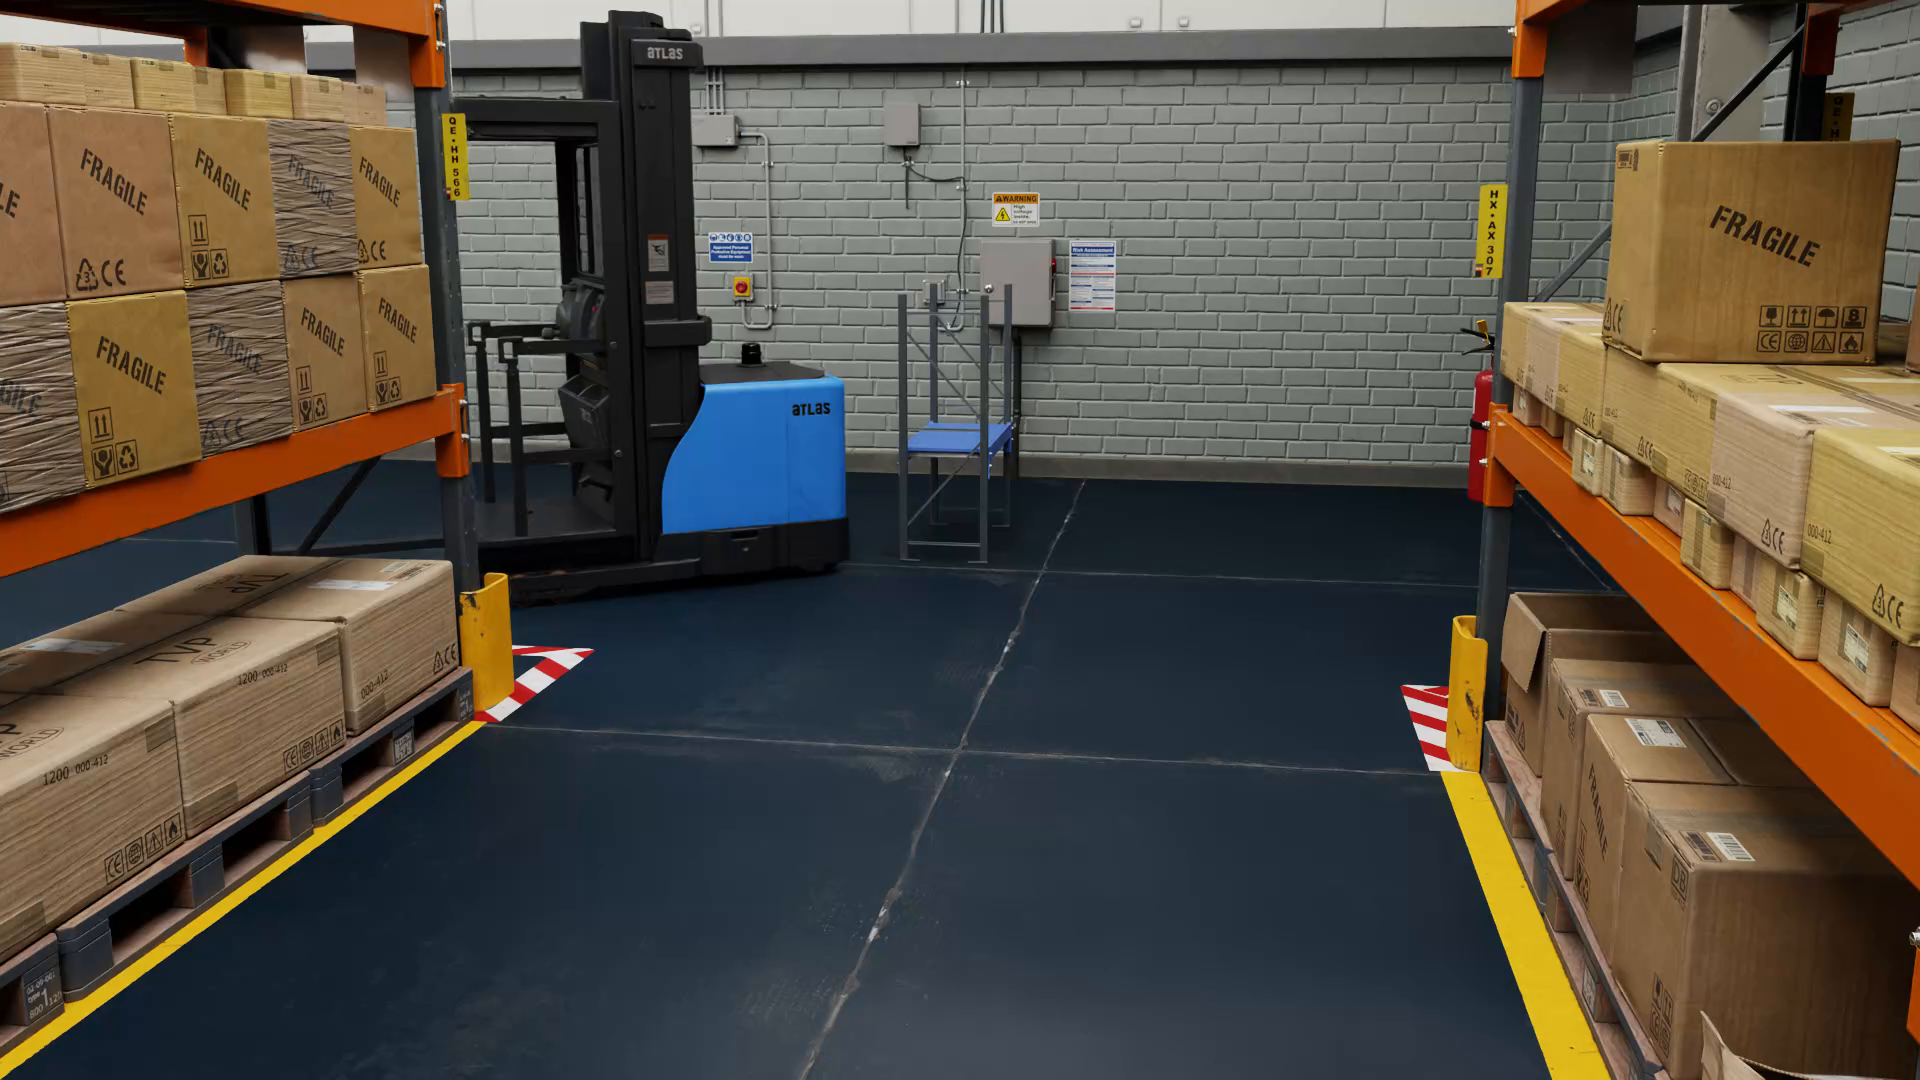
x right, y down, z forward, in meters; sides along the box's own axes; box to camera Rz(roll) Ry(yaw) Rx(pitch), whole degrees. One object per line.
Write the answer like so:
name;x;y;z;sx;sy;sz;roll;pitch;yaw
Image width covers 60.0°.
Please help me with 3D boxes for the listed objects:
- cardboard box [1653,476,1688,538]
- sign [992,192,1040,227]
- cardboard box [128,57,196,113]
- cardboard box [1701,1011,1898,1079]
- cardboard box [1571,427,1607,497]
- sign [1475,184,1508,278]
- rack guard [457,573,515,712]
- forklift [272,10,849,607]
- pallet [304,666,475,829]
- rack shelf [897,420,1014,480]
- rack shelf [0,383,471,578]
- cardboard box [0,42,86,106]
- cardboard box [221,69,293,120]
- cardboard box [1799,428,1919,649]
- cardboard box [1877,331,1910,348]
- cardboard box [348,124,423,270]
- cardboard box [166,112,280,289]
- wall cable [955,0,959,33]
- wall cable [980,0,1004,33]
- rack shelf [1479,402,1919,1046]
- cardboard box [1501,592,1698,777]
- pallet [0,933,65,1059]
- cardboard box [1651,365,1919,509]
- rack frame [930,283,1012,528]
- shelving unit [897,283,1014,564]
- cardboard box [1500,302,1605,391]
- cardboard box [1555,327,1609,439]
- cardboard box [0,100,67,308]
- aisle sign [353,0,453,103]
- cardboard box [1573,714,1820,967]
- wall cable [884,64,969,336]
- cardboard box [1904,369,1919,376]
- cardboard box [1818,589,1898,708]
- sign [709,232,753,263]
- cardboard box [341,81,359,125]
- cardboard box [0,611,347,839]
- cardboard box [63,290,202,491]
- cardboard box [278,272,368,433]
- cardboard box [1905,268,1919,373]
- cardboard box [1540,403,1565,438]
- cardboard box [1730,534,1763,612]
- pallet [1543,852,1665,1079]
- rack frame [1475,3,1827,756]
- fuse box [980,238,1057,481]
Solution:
cardboard box;1.864;-0.094;3.907;0.380;0.149;0.250;2;12;9
sign;0.394;-2.339;11.768;0.339;0.242;0.001;2;12;9
cardboard box;-2.480;-1.321;4.851;0.380;0.149;0.250;2;12;10
cardboard box;1.660;1.110;3.218;0.396;0.266;0.258;2;12;11
cardboard box;1.856;-0.206;4.424;0.380;0.149;0.250;2;12;7
sign;1.889;-1.095;5.901;0.100;0.325;0.005;2;12;9
rack guard;-2.476;0.402;6.940;1.175;0.500;0.348;2;12;9
forklift;-2.172;-1.219;8.693;3.031;2.935;1.130;-5;13;-24
pallet;-2.526;0.718;6.163;1.003;0.211;1.213;2;12;9
rack shelf;-0.013;-0.540;9.791;0.538;0.185;1.000;2;12;9
rack shelf;-2.788;-0.047;4.797;1.077;0.370;4.000;2;12;9
cardboard box;-2.538;-1.210;4.339;0.380;0.149;0.250;2;12;9
cardboard box;-2.389;-1.427;5.344;0.380;0.149;0.250;2;12;10
cardboard box;1.647;-0.008;2.560;0.500;0.250;0.500;2;12;10
cardboard box;2.455;-0.412;4.435;0.500;0.250;0.500;2;12;10
cardboard box;-2.319;-1.244;6.036;0.500;0.500;0.500;2;12;11
cardboard box;-2.450;-1.032;5.049;0.500;0.500;0.500;2;12;8
wall cable;-1.141;-4.916;11.442;2.355;3.000;0.029;2;12;9
wall cable;1.606;-4.836;10.983;2.988;3.039;0.133;2;12;9
rack shelf;2.117;0.113;4.054;1.077;0.370;4.000;2;12;9
cardboard box;2.237;0.485;5.553;0.797;0.503;0.637;1;12;6
pallet;-2.901;1.225;3.806;1.003;0.211;1.213;2;12;9
cardboard box;1.799;-0.216;3.526;0.500;0.250;0.500;2;12;8
rack frame;0.065;-0.821;10.244;0.500;1.500;0.032;2;12;9
shelving unit;-0.013;-0.715;9.753;0.538;1.500;1.048;2;12;9
cardboard box;2.089;-0.641;5.497;0.500;0.250;0.500;2;12;9
cardboard box;1.937;-0.430;4.520;0.500;0.250;0.500;2;12;8
cardboard box;-2.609;-0.822;4.077;0.500;0.500;0.500;2;12;10
aisle sign;-2.163;-2.090;6.402;0.394;0.787;0.004;2;12;9
cardboard box;1.887;0.770;4.238;0.500;0.500;0.500;2;12;10
wall cable;-0.233;-2.442;11.794;0.588;1.984;0.122;2;12;9
cardboard box;2.304;-0.200;3.453;0.500;0.250;0.500;2;12;10
cardboard box;1.628;0.171;2.674;0.380;0.149;0.250;2;12;10
sign;-1.674;-2.136;12.141;0.327;0.218;0.001;2;12;9
cardboard box;-2.353;-1.535;5.843;0.380;0.149;0.250;2;12;10
cardboard box;-2.615;0.564;5.341;0.875;0.438;0.875;2;12;10
cardboard box;-2.521;-0.435;4.655;0.500;0.500;0.500;2;12;10
cardboard box;-2.385;-0.650;5.654;0.500;0.500;0.500;2;12;7
cardboard box;2.302;-0.562;3.351;0.500;0.500;0.500;2;12;7
cardboard box;2.110;-0.418;5.408;0.380;0.149;0.250;2;12;10
cardboard box;1.711;0.063;3.178;0.380;0.149;0.250;2;12;10
pallet;2.102;1.144;4.186;1.003;0.211;1.213;2;12;9
rack frame;2.425;-0.655;5.910;1.000;3.000;0.127;2;12;9
fuse box;0.417;-1.261;11.782;0.539;1.711;0.414;2;12;9
